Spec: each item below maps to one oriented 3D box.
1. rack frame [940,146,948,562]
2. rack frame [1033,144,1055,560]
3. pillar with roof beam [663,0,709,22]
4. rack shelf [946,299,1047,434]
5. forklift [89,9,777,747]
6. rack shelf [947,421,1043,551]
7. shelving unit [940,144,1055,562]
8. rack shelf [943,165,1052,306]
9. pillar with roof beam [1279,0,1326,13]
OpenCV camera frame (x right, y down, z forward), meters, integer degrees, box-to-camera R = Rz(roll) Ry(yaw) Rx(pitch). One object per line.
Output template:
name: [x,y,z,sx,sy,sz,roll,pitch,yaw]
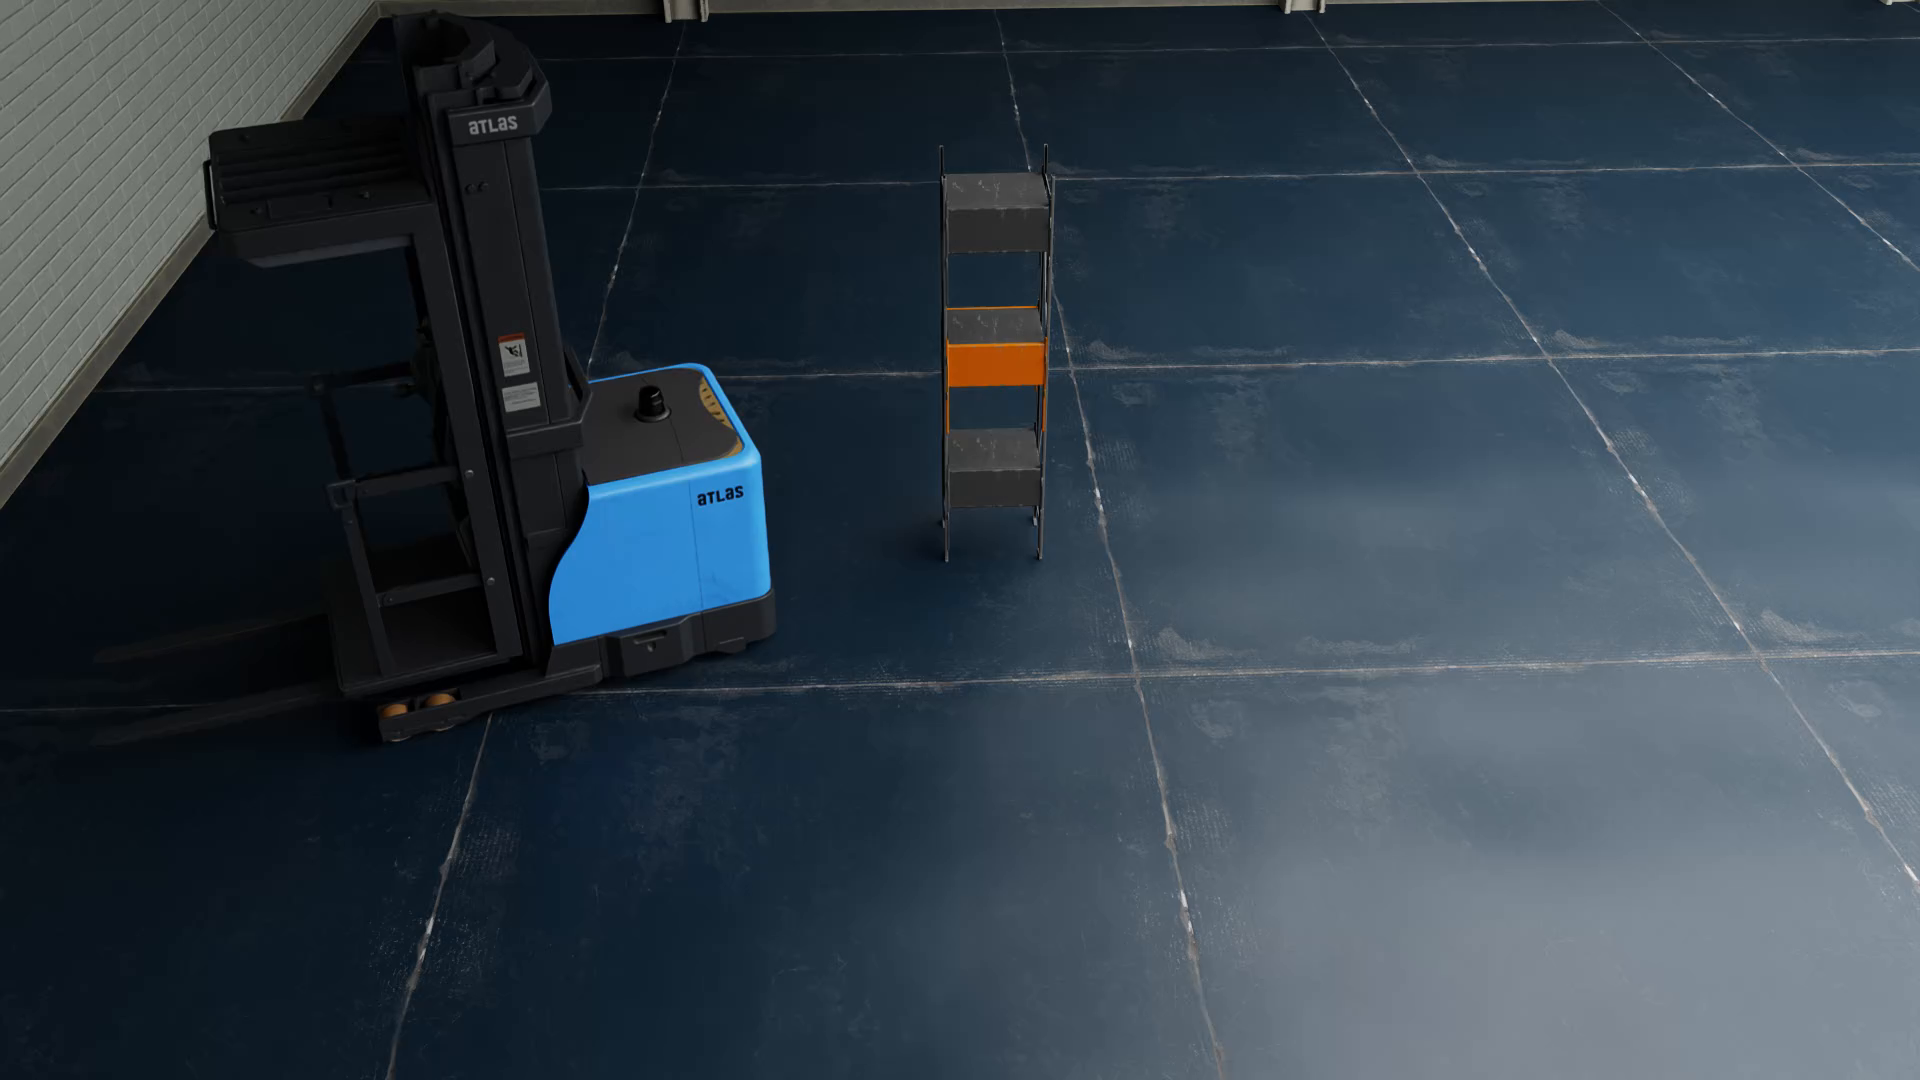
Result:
rack frame: [-0.078,-0.861,8.186,0.015,2.100,0.400,-2,35,-2]
rack frame: [0.409,-0.874,8.205,0.015,2.100,0.400,-2,35,-2]
pillar with roof beam: [-2.438,-6.317,10.006,0.400,9.000,9.100,-2,35,-2]
rack shelf: [0.165,-0.857,8.203,0.480,0.518,0.431,-2,35,-2]
forklift: [-2.455,-0.642,7.138,3.031,2.935,1.130,-13,37,-18]
rack shelf: [0.165,-0.281,8.601,0.480,0.518,0.431,-2,35,-2]
shelving unit: [0.165,-0.868,8.195,0.503,2.100,0.431,-2,35,-2]
rack shelf: [0.165,-1.432,7.805,0.480,0.518,0.431,-2,35,-2]
pillar with roof beam: [3.555,-6.478,10.239,0.400,9.000,9.100,-2,35,-2]
